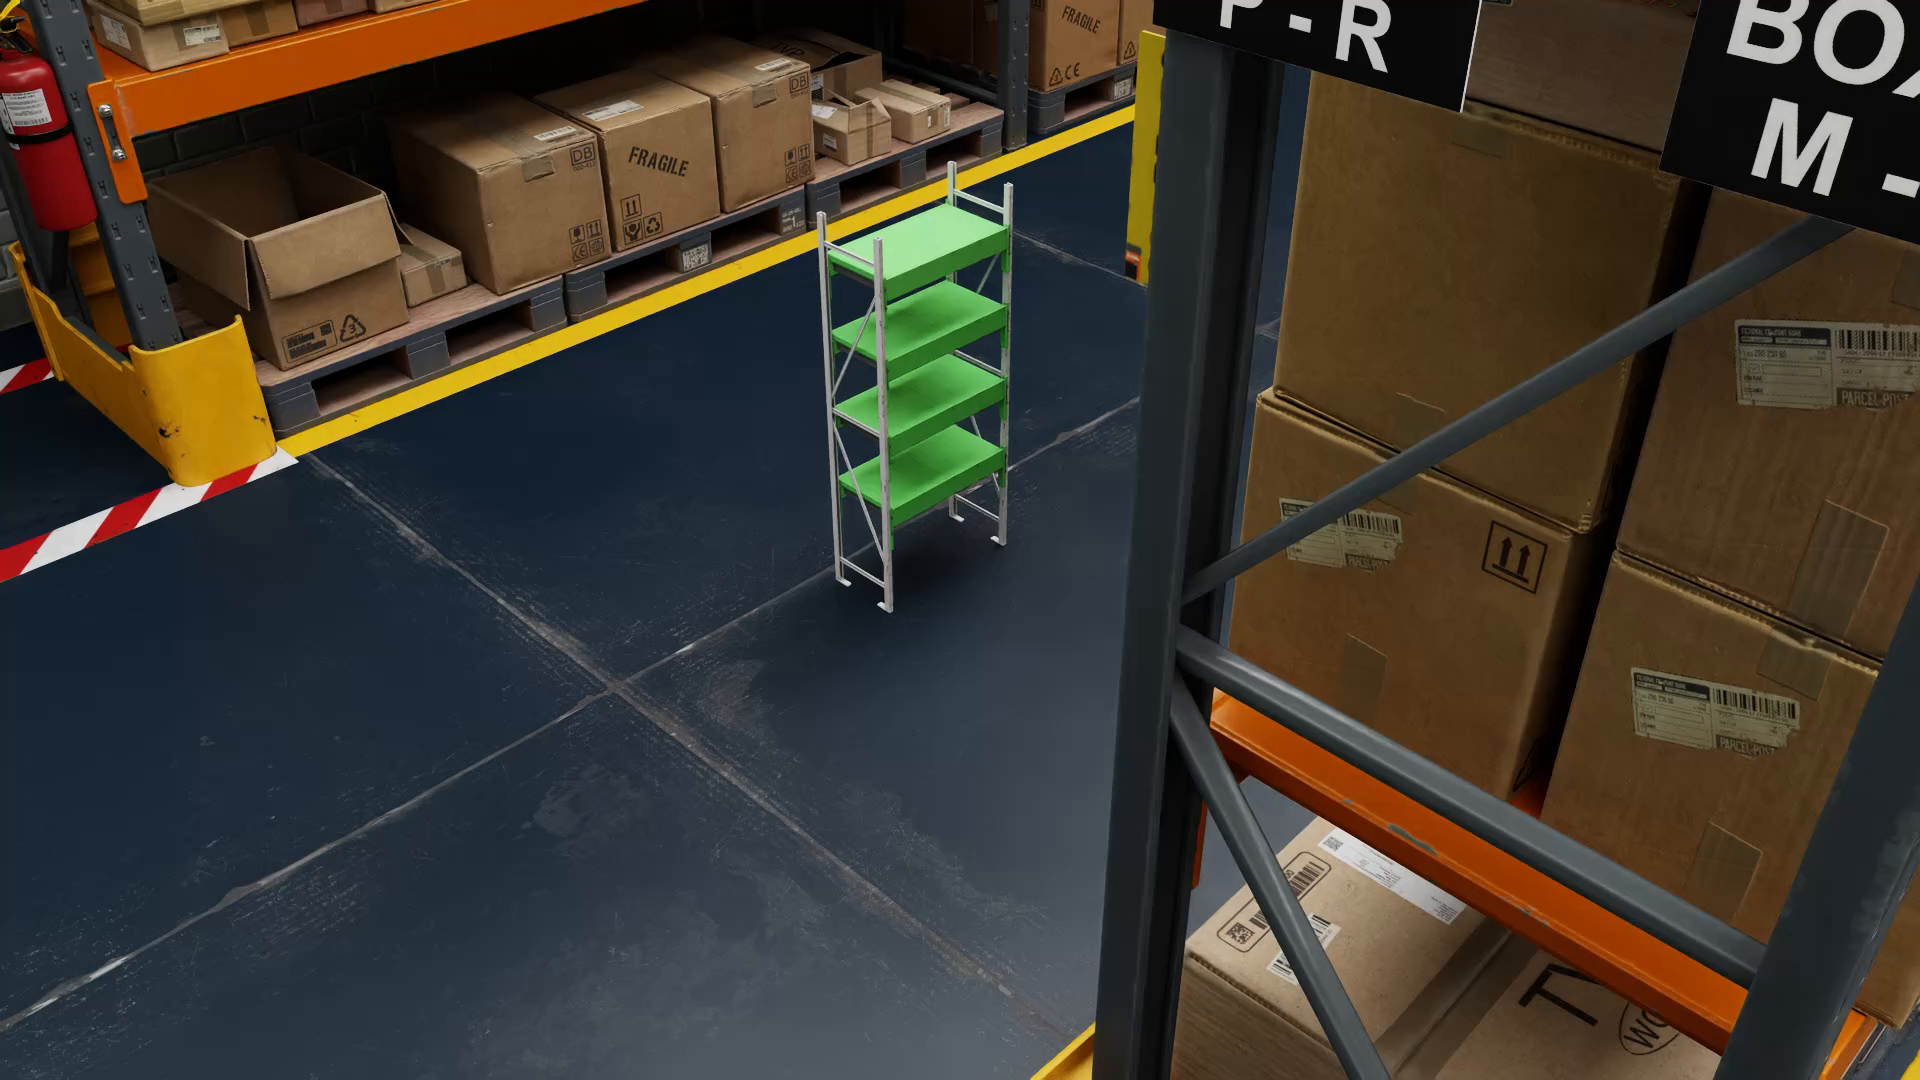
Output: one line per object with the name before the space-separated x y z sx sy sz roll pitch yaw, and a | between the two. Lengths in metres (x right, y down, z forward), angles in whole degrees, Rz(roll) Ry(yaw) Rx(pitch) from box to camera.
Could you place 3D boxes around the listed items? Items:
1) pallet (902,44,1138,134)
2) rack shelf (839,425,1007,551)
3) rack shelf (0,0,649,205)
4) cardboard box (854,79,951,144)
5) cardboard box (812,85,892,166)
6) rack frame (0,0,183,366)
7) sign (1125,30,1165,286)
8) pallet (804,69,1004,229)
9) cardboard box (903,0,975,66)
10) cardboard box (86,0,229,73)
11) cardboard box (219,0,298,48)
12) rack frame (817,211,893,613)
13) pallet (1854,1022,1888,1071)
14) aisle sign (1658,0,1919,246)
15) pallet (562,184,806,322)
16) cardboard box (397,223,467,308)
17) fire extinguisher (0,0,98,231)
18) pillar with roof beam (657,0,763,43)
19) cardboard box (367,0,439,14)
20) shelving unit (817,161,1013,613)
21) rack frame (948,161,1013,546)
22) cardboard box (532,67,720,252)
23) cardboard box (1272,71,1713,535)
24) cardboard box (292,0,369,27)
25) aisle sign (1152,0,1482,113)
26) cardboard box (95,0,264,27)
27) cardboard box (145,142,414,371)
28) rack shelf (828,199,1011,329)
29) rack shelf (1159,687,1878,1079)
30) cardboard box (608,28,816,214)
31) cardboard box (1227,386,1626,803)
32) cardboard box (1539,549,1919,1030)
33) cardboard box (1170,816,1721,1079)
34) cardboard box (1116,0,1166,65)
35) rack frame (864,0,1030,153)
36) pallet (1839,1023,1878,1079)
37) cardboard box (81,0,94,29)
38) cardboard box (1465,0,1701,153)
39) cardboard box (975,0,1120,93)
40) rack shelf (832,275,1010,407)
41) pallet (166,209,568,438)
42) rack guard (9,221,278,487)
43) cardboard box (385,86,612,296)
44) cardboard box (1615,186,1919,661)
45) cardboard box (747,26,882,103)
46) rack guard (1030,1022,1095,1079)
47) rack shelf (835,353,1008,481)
pallet | 0.468 -2.489 8.635 1.003 0.211 1.213 30 45 35
rack shelf | -0.117 -0.176 4.984 0.258 0.148 0.480 30 45 35
rack shelf | -1.487 -2.181 6.384 1.077 0.370 4.000 30 45 35
cardboard box | -0.262 -1.946 7.544 0.380 0.149 0.250 28 44 34
cardboard box | -0.513 -1.849 7.302 0.258 0.266 0.396 -28 44 -34
rack frame | -2.896 -1.664 5.014 1.000 3.000 0.127 30 45 35
sign | 0.254 -0.462 2.070 0.100 0.325 0.005 30 45 35
pallet | -0.562 -1.866 7.741 1.003 0.211 1.213 30 45 35
cardboard box | 0.058 -2.753 8.394 0.500 0.500 0.500 29 44 35
cardboard box | -2.470 -1.584 5.119 0.380 0.149 0.250 29 44 35
cardboard box | -2.323 -1.706 5.293 0.250 0.149 0.380 -29 44 -35
rack frame | -0.289 -0.326 4.668 0.240 1.200 0.015 30 45 35
pallet | 1.996 0.630 4.163 1.003 0.211 1.213 30 45 35
aisle sign | 0.784 -0.585 1.194 0.394 0.787 0.004 30 45 35
pallet | -1.422 -1.368 7.027 1.003 0.211 1.213 30 45 35
cardboard box | -2.071 -1.034 6.235 0.380 0.149 0.250 28 43 34
fire extinguisher | -2.672 -1.233 4.790 0.296 0.674 0.183 30 45 35
pillar with roof beam | 1.847 -4.094 3.254 9.100 9.000 0.400 30 45 35
cardboard box | -1.941 -1.904 5.578 0.250 0.149 0.380 -28 44 -34
shelving unit | -0.117 -0.425 4.810 0.258 1.200 0.503 30 45 35
rack frame | 0.055 -0.524 4.952 0.240 1.200 0.015 30 45 35
cardboard box | -1.325 -1.527 6.635 0.500 0.500 0.500 -29 44 -35
cardboard box | 0.800 -0.408 2.251 0.500 0.500 0.500 -28 44 -34
cardboard box | -2.163 -1.827 5.466 0.380 0.149 0.250 29 44 35
aisle sign | 0.358 -0.827 1.541 0.394 0.787 0.004 30 45 35
cardboard box | -2.385 -1.800 5.080 0.500 0.250 0.500 -30 45 -35
cardboard box | -2.398 -1.023 5.909 0.797 0.503 0.637 28 43 34
rack shelf | -0.117 -0.766 4.572 0.258 0.148 0.480 30 45 35
rack shelf | 2.038 -0.182 3.517 1.077 0.370 4.000 30 45 35
cardboard box | -1.037 -1.774 6.989 0.700 0.500 0.500 28 43 34
cardboard box | 0.781 -0.009 2.553 0.500 0.500 0.500 -30 45 -35
cardboard box | 1.171 0.215 2.232 0.500 0.500 0.500 29 44 35
cardboard box | 1.023 0.905 3.202 0.875 0.438 0.875 28 44 34
cardboard box | 0.791 -2.761 8.404 0.500 0.500 0.500 29 44 35
rack frame | -0.078 -3.288 7.342 1.000 3.000 0.127 30 45 35
pallet | 1.137 1.123 3.456 1.003 0.211 1.213 30 45 35
cardboard box | -2.853 -1.804 5.434 0.380 0.149 0.250 29 44 35
cardboard box | 0.740 -0.609 1.972 0.250 0.149 0.380 -29 44 -35
cardboard box | 0.423 -2.541 8.089 0.500 0.500 0.500 -28 43 -34
rack shelf | -0.117 -0.569 4.710 0.258 0.148 0.480 30 45 35
pallet | -2.282 -0.875 6.321 1.003 0.211 1.213 30 45 35
rack guard | -2.843 -0.670 5.773 1.175 0.500 0.348 30 45 35
cardboard box | -1.768 -1.352 6.385 0.500 0.500 0.700 -28 44 -34
cardboard box | 1.169 -0.196 1.948 0.500 0.500 0.500 28 44 34
cardboard box | -0.711 -2.184 7.743 0.500 0.311 0.500 -28 44 -34
rack guard | 0.612 1.370 2.849 1.175 0.500 0.348 30 45 35
rack shelf | -0.117 -0.373 4.847 0.258 0.148 0.480 30 45 35
